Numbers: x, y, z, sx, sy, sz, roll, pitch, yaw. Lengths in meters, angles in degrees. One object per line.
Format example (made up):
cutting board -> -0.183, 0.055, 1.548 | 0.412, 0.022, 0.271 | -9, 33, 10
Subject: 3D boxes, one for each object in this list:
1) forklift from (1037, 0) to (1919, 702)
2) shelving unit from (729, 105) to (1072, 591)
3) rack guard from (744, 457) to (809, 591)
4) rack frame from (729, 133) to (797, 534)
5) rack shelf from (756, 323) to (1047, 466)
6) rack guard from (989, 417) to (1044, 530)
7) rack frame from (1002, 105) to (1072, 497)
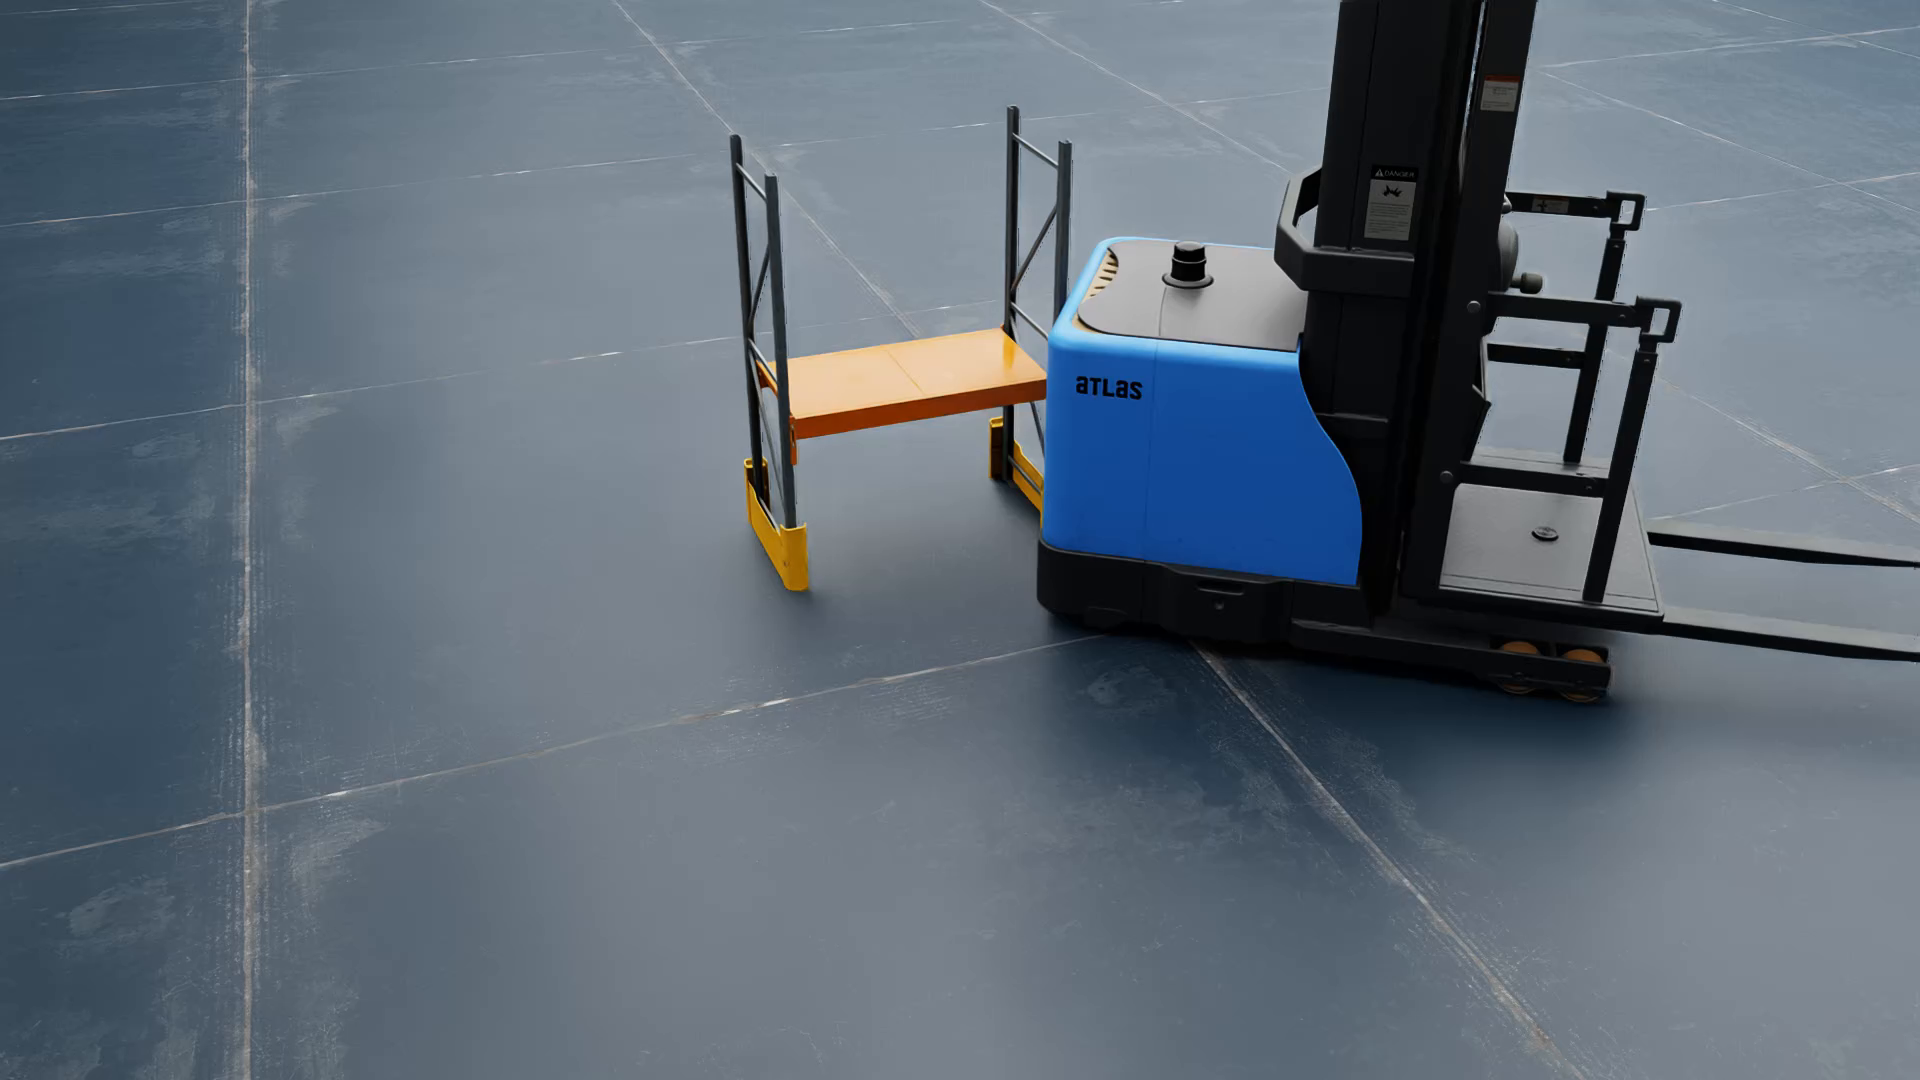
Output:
forklift -> 1.840, -1.044, 5.122 | 3.031, 2.935, 1.130 | 7, 30, 12
shelving unit -> -0.212, -0.697, 5.959 | 1.083, 1.500, 0.587 | -11, 31, -18
rack guard -> -0.677, -0.067, 6.114 | 0.087, 0.250, 0.587 | -11, 31, -18
rack frame -> -0.679, -0.609, 5.805 | 0.032, 1.500, 0.500 | -11, 31, -18
rack shelf -> -0.204, -0.543, 6.051 | 1.000, 0.185, 0.538 | -11, 31, -18
rack guard -> 0.253, -0.242, 6.423 | 0.087, 0.250, 0.587 | -11, 31, -18
rack frame -> 0.271, -0.789, 6.119 | 0.032, 1.500, 0.500 | -11, 31, -18
